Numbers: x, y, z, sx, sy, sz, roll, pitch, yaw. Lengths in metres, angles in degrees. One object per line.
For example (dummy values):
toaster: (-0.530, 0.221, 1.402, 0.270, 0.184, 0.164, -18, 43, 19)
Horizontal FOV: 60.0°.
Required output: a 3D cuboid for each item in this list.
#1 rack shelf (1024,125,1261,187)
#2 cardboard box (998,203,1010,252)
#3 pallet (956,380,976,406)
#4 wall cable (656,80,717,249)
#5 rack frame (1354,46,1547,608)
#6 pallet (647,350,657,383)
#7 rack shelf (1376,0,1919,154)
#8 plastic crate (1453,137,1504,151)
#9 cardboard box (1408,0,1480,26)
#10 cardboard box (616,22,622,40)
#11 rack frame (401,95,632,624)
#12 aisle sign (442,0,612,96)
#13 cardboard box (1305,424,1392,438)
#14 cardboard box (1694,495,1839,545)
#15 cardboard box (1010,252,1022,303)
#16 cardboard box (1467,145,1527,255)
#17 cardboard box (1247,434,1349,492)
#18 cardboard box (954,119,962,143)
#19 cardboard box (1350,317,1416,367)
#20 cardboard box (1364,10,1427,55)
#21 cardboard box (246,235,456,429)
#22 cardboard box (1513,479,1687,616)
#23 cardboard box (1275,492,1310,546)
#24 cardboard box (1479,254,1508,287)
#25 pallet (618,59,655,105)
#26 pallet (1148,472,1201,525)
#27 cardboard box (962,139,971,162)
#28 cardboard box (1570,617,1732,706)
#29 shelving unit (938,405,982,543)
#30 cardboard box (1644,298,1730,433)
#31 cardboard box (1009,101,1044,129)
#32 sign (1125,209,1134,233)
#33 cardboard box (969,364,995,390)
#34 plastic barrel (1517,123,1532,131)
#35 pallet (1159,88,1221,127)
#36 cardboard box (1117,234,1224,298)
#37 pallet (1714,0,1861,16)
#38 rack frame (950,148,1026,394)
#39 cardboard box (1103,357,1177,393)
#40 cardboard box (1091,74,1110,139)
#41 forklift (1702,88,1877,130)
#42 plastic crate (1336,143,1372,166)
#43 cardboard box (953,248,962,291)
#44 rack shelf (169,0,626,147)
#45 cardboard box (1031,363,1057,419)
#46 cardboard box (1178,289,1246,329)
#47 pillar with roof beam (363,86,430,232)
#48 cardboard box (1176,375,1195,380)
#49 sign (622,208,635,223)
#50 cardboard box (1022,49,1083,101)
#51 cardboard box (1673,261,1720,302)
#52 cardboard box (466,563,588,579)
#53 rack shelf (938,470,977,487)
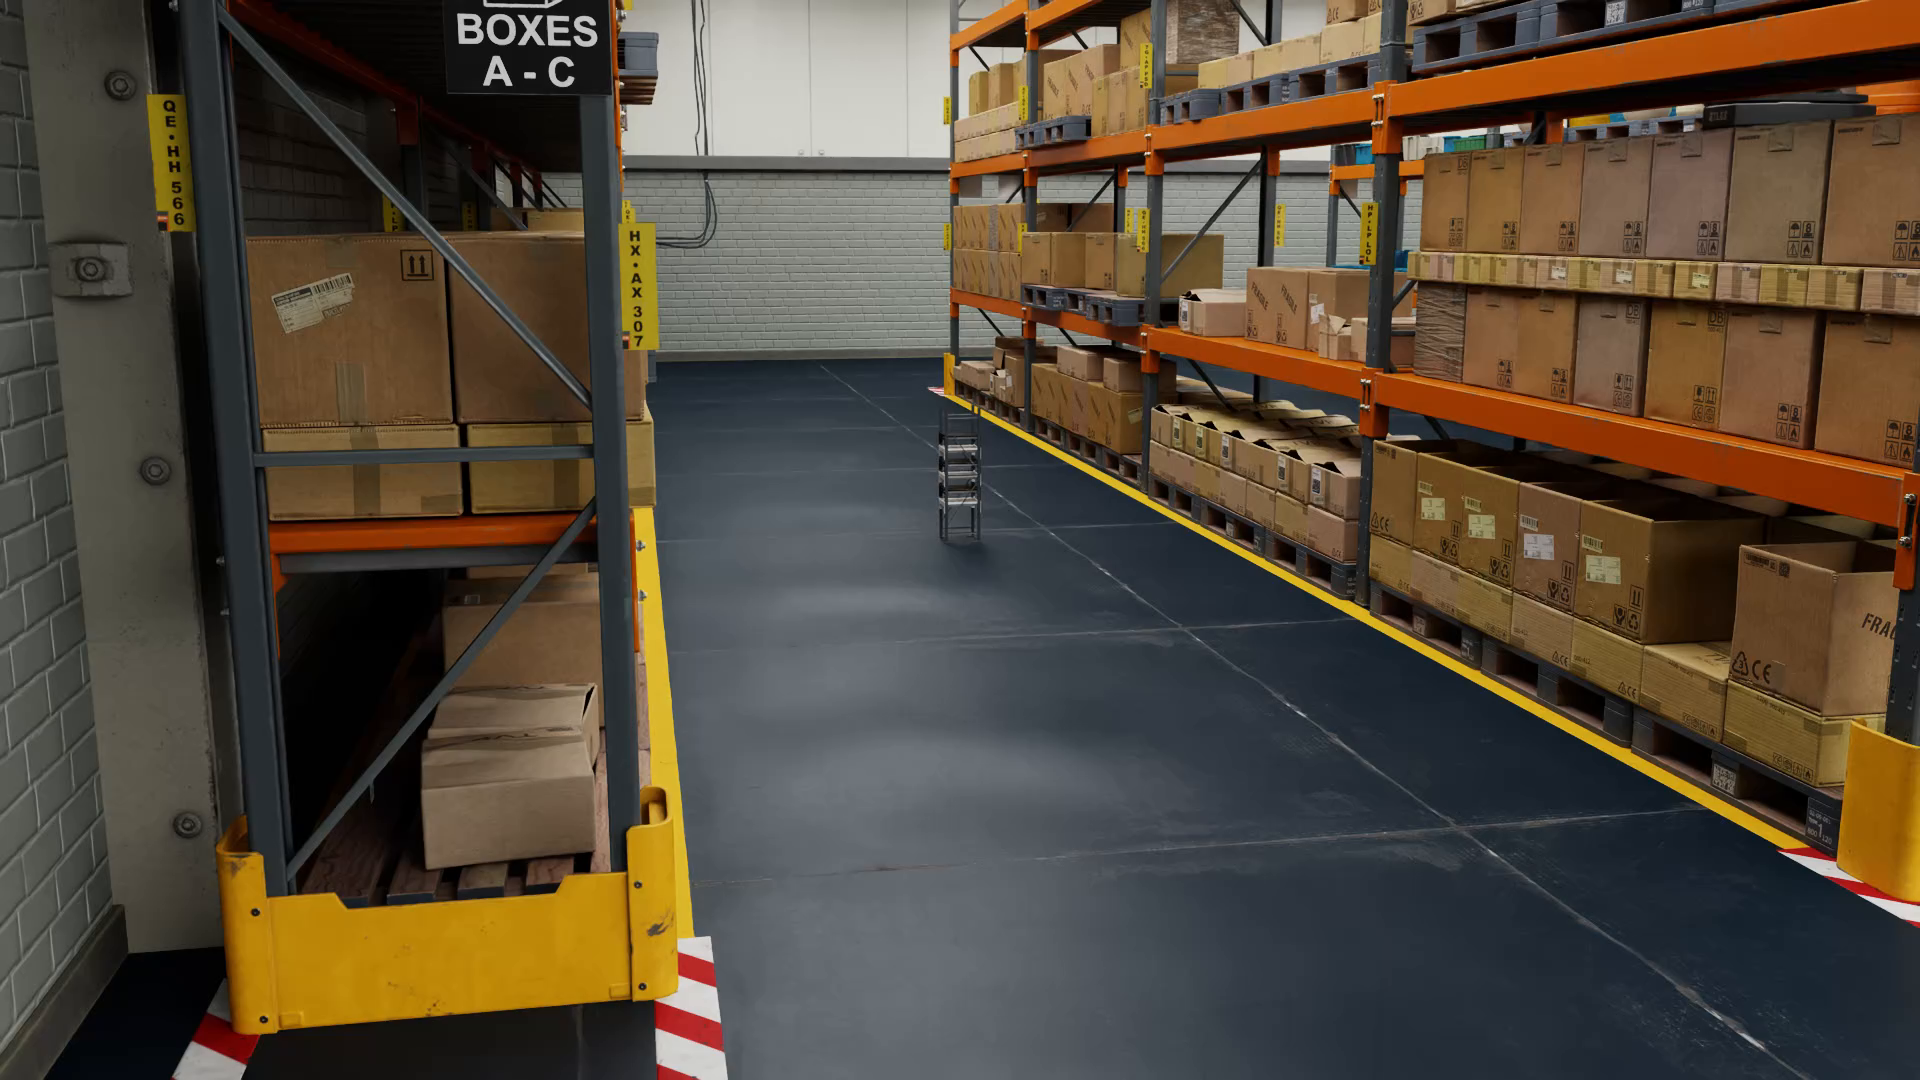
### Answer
rack shelf: (1.547, -3.345, 14.653, 1.077, 0.370, 4.000, -2, 11, -11)
cardboard box: (0.703, -3.310, 17.621, 0.500, 0.500, 0.500, -2, 11, -12)
pallet: (0.551, -1.796, 20.067, 1.003, 0.211, 1.213, -2, 11, -11)
wall cable: (-5.228, -5.617, 24.945, 3.097, 2.526, 0.112, -2, 11, -11)
rack frame: (2.714, -1.125, 9.084, 1.000, 3.000, 0.127, -2, 11, -11)
pallet: (-2.151, -0.995, 8.916, 1.003, 0.211, 1.213, -2, 11, -11)
rack shelf: (3.103, -1.878, 6.944, 1.077, 0.370, 4.000, -2, 11, -11)
plastic crate: (5.638, -4.208, 17.826, 0.450, 0.188, 0.662, -2, 11, -11)
cardboard box: (2.553, -2.821, 8.206, 0.500, 0.500, 0.500, -1, 11, -6)
cardboard box: (-1.573, -2.199, 6.387, 0.500, 0.500, 0.500, -3, 11, -13)
rack frame: (-2.145, -0.944, 8.134, 1.000, 3.000, 0.127, -2, 11, -11)
aisle sign: (-1.058, -1.485, 4.025, 0.394, 0.787, 0.004, -2, 11, -11)
cardboard box: (2.578, -0.623, 11.177, 0.500, 0.311, 0.500, -2, 11, -9)
cardboard box: (3.397, 0.096, 6.897, 0.500, 0.500, 0.500, -2, 11, -11)
cardboard box: (0.809, -2.724, 17.216, 0.500, 0.500, 0.500, -2, 11, -10)
cardboard box: (2.906, -1.638, 8.040, 0.700, 0.500, 0.500, -2, 11, -11)
cardboard box: (2.152, -0.507, 10.566, 0.500, 0.311, 0.500, -2, 11, -11)
cardboard box: (0.224, -4.868, 19.789, 0.500, 0.250, 0.500, -2, 11, -11)
cardboard box: (2.575, -1.140, 9.564, 0.500, 0.250, 0.500, -1, 11, -7)
cardboard box: (2.603, -2.844, 9.374, 0.500, 0.250, 0.500, -1, 11, -5)
cardboard box: (-1.667, -0.594, 4.635, 0.500, 0.500, 0.500, -2, 11, -12)
cardboard box: (2.791, 0.023, 7.280, 0.500, 0.500, 0.500, -2, 11, -11)
cardboard box: (2.252, -0.139, 10.134, 0.500, 0.250, 0.500, -2, 11, -12)
cardboard box: (2.729, -1.295, 7.976, 0.380, 0.149, 0.250, -2, 11, -12)
pallet: (-2.365, -2.633, 9.485, 1.213, 0.211, 1.003, -2, 11, -11)
pallet: (2.058, -0.336, 12.399, 1.003, 0.211, 1.213, -2, 11, -11)
cardboard box: (0.315, -4.530, 19.353, 0.500, 0.250, 0.500, -2, 11, -11)
cardboard box: (2.890, 0.483, 6.869, 0.500, 0.250, 0.500, -2, 11, -11)
shelving unit: (-0.002, -0.444, 11.120, 0.258, 0.900, 0.210, -2, 11, -11)
cardboard box: (3.216, -0.714, 6.657, 0.700, 0.500, 0.500, -2, 11, -11)
cardboard box: (0.797, -4.317, 16.896, 0.500, 0.250, 0.500, -2, 11, -11)
sign: (1.702, -3.182, 16.794, 0.100, 0.325, 0.005, -2, 11, -11)
cardboard box: (0.402, -1.898, 19.322, 0.500, 0.250, 0.500, -2, 11, -11)
plastic barrel: (5.874, -4.413, 16.848, 0.433, 0.535, 0.433, 0, 11, 0)
pallet: (2.156, -3.118, 12.039, 1.213, 0.211, 1.003, -2, 11, -8)
cardboard box: (1.703, -2.225, 13.475, 0.700, 0.500, 0.500, -6, 12, -30)
pallet: (3.380, -1.952, 5.644, 1.003, 0.211, 1.213, -2, 11, -11)
rack frame: (0.380, -3.326, 20.647, 1.000, 3.000, 0.127, -2, 11, -11)
cardboard box: (1.509, -1.388, 13.971, 0.500, 0.250, 0.500, -2, 11, -9)
cardboard box: (1.618, -3.649, 14.055, 0.910, 0.500, 0.500, -2, 11, -11)
forklift: (4.923, -1.424, 10.838, 1.130, 2.935, 3.031, -2, 11, -8)
plastic crate: (5.041, -4.834, 20.898, 0.497, 0.269, 0.590, -2, 11, -11)
cardboard box: (0.208, -3.284, 20.160, 0.500, 0.500, 0.500, -2, 11, -10)
rack shelf: (-1.756, -1.697, 5.994, 1.077, 0.370, 4.000, -2, 11, -11)
cardboard box: (1.013, -1.483, 16.473, 0.500, 0.500, 0.500, -3, 11, -14)
cardboard box: (1.964, -1.746, 12.588, 0.500, 0.311, 0.500, -1, 11, -7)
pillar with roof beam: (0.705, -4.511, 10.832, 9.100, 9.000, 0.400, -2, 11, -11)
cardboard box: (1.821, -1.224, 15.114, 0.500, 0.500, 0.500, -3, 11, -13)
sign: (-2.392, -2.229, 12.000, 0.100, 0.325, 0.005, -2, 11, -11)
cardboard box: (1.026, -4.694, 16.871, 0.700, 0.500, 0.500, -2, 11, -11)
cardboard box: (3.030, -1.011, 6.486, 0.380, 0.149, 0.250, -2, 11, -9)
cardboard box: (-1.903, 0.257, 7.334, 0.500, 0.500, 0.500, -3, 11, -15)
rack shelf: (-0.002, -0.411, 11.126, 0.258, 0.077, 0.200, -2, 11, -11)
